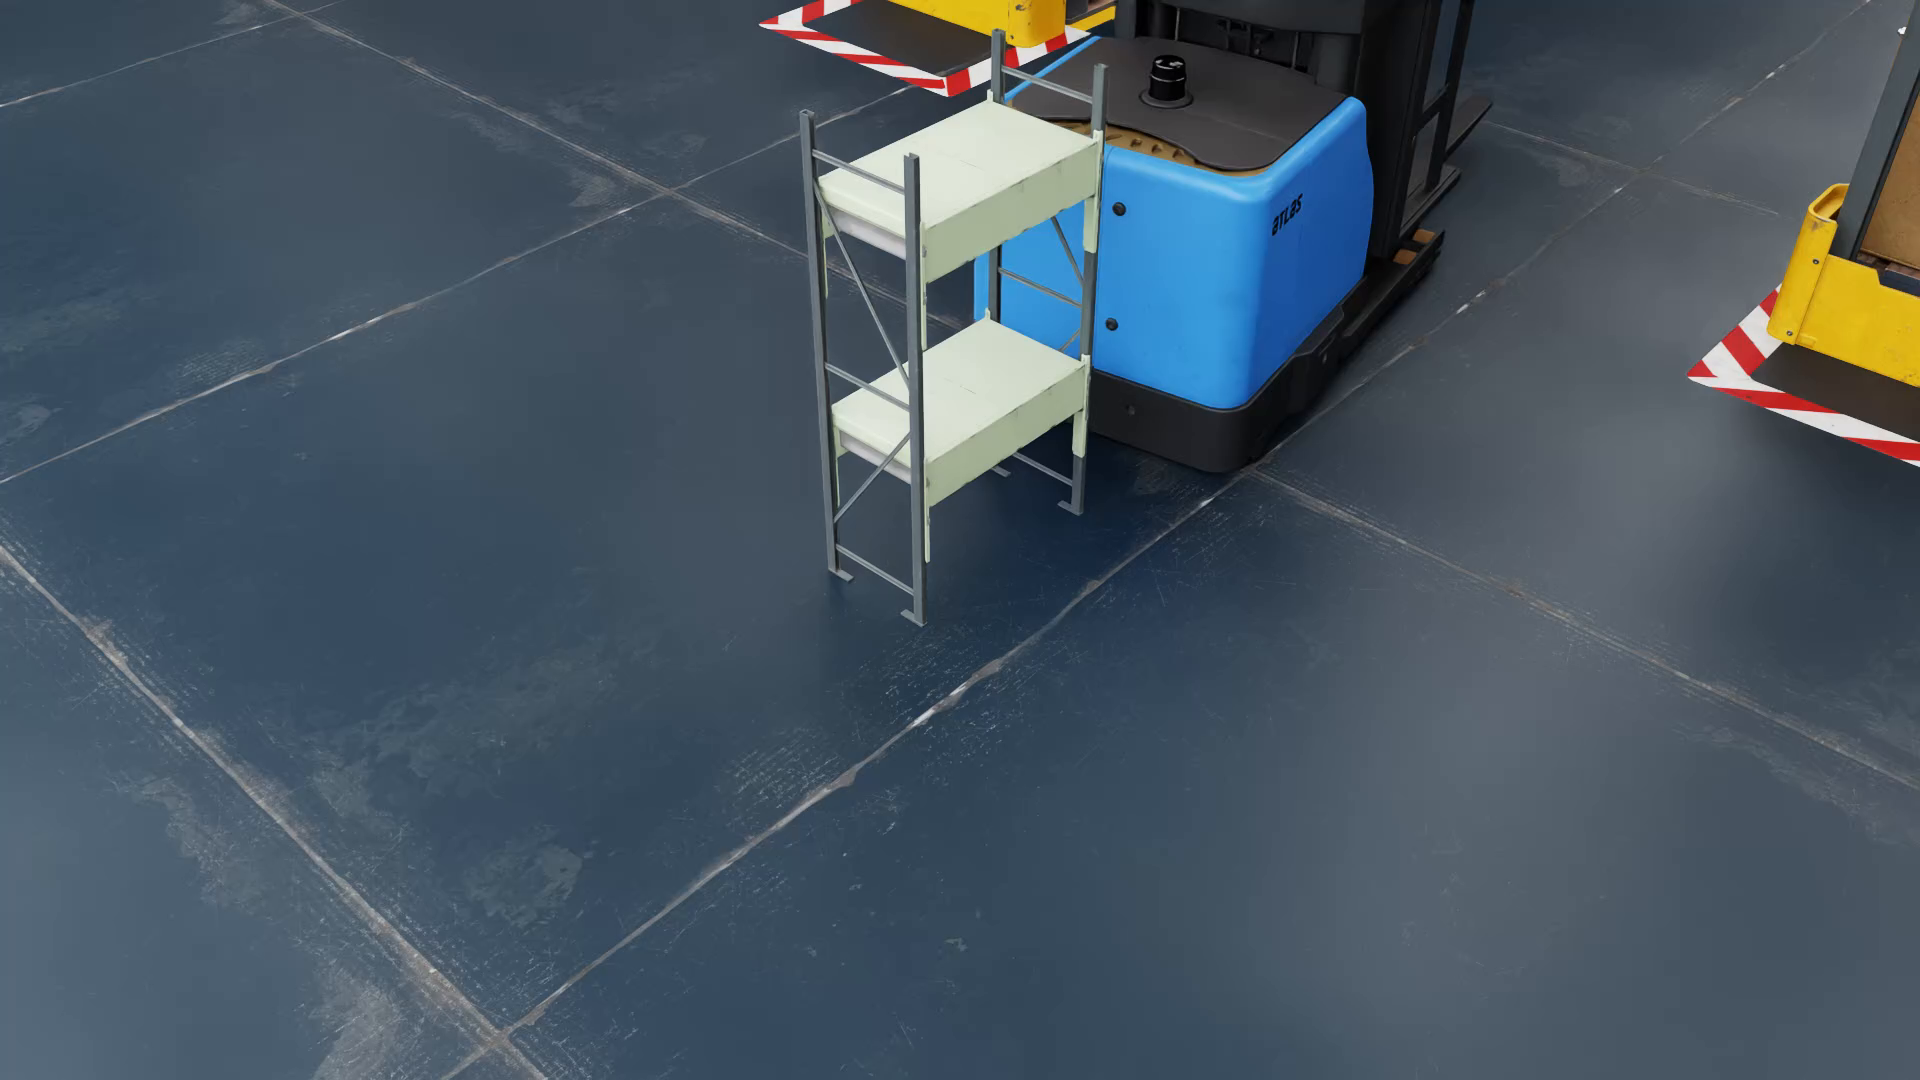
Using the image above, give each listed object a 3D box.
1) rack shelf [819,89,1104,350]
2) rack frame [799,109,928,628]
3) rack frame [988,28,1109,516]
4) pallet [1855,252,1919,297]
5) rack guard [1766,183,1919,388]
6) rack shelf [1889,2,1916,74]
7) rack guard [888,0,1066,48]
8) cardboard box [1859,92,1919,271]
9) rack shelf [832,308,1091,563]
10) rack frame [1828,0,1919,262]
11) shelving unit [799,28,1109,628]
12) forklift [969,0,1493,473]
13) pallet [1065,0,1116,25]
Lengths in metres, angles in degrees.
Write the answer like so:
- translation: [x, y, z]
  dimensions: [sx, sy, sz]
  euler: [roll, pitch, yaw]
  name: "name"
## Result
- translation: [-0.004, -0.889, 4.536]
  dimensions: [0.431, 0.370, 0.720]
  euler: [30, 47, 32]
  name: "rack shelf"
- translation: [-0.251, -0.416, 4.568]
  dimensions: [0.400, 1.500, 0.023]
  euler: [30, 47, 32]
  name: "rack frame"
- translation: [0.242, -0.752, 4.991]
  dimensions: [0.400, 1.500, 0.023]
  euler: [30, 47, 32]
  name: "rack frame"
- translation: [4.042, -1.101, 6.465]
  dimensions: [1.003, 0.211, 1.213]
  euler: [30, 47, 32]
  name: "pallet"
- translation: [3.544, -0.803, 5.858]
  dimensions: [1.175, 0.500, 0.348]
  euler: [30, 47, 32]
  name: "rack guard"
- translation: [4.910, -2.430, 6.474]
  dimensions: [1.077, 0.370, 4.000]
  euler: [30, 47, 32]
  name: "rack shelf"
- translation: [0.019, -2.978, 8.594]
  dimensions: [1.175, 0.500, 0.348]
  euler: [30, 47, 32]
  name: "rack guard"
- translation: [3.969, -1.465, 6.052]
  dimensions: [0.875, 0.875, 0.875]
  euler: [30, 47, 32]
  name: "cardboard box"
- translation: [-0.004, -0.329, 4.982]
  dimensions: [0.431, 0.370, 0.720]
  euler: [30, 47, 32]
  name: "rack shelf"
- translation: [3.560, -1.793, 5.094]
  dimensions: [1.000, 3.000, 0.127]
  euler: [30, 47, 32]
  name: "rack frame"
- translation: [-0.004, -0.584, 4.779]
  dimensions: [0.431, 1.500, 0.755]
  euler: [30, 47, 32]
  name: "shelving unit"
- translation: [1.253, -2.252, 5.727]
  dimensions: [1.130, 2.935, 3.031]
  euler: [22, 43, 25]
  name: "forklift"
- translation: [0.593, -3.223, 9.134]
  dimensions: [1.003, 0.211, 1.213]
  euler: [30, 47, 32]
  name: "pallet"
